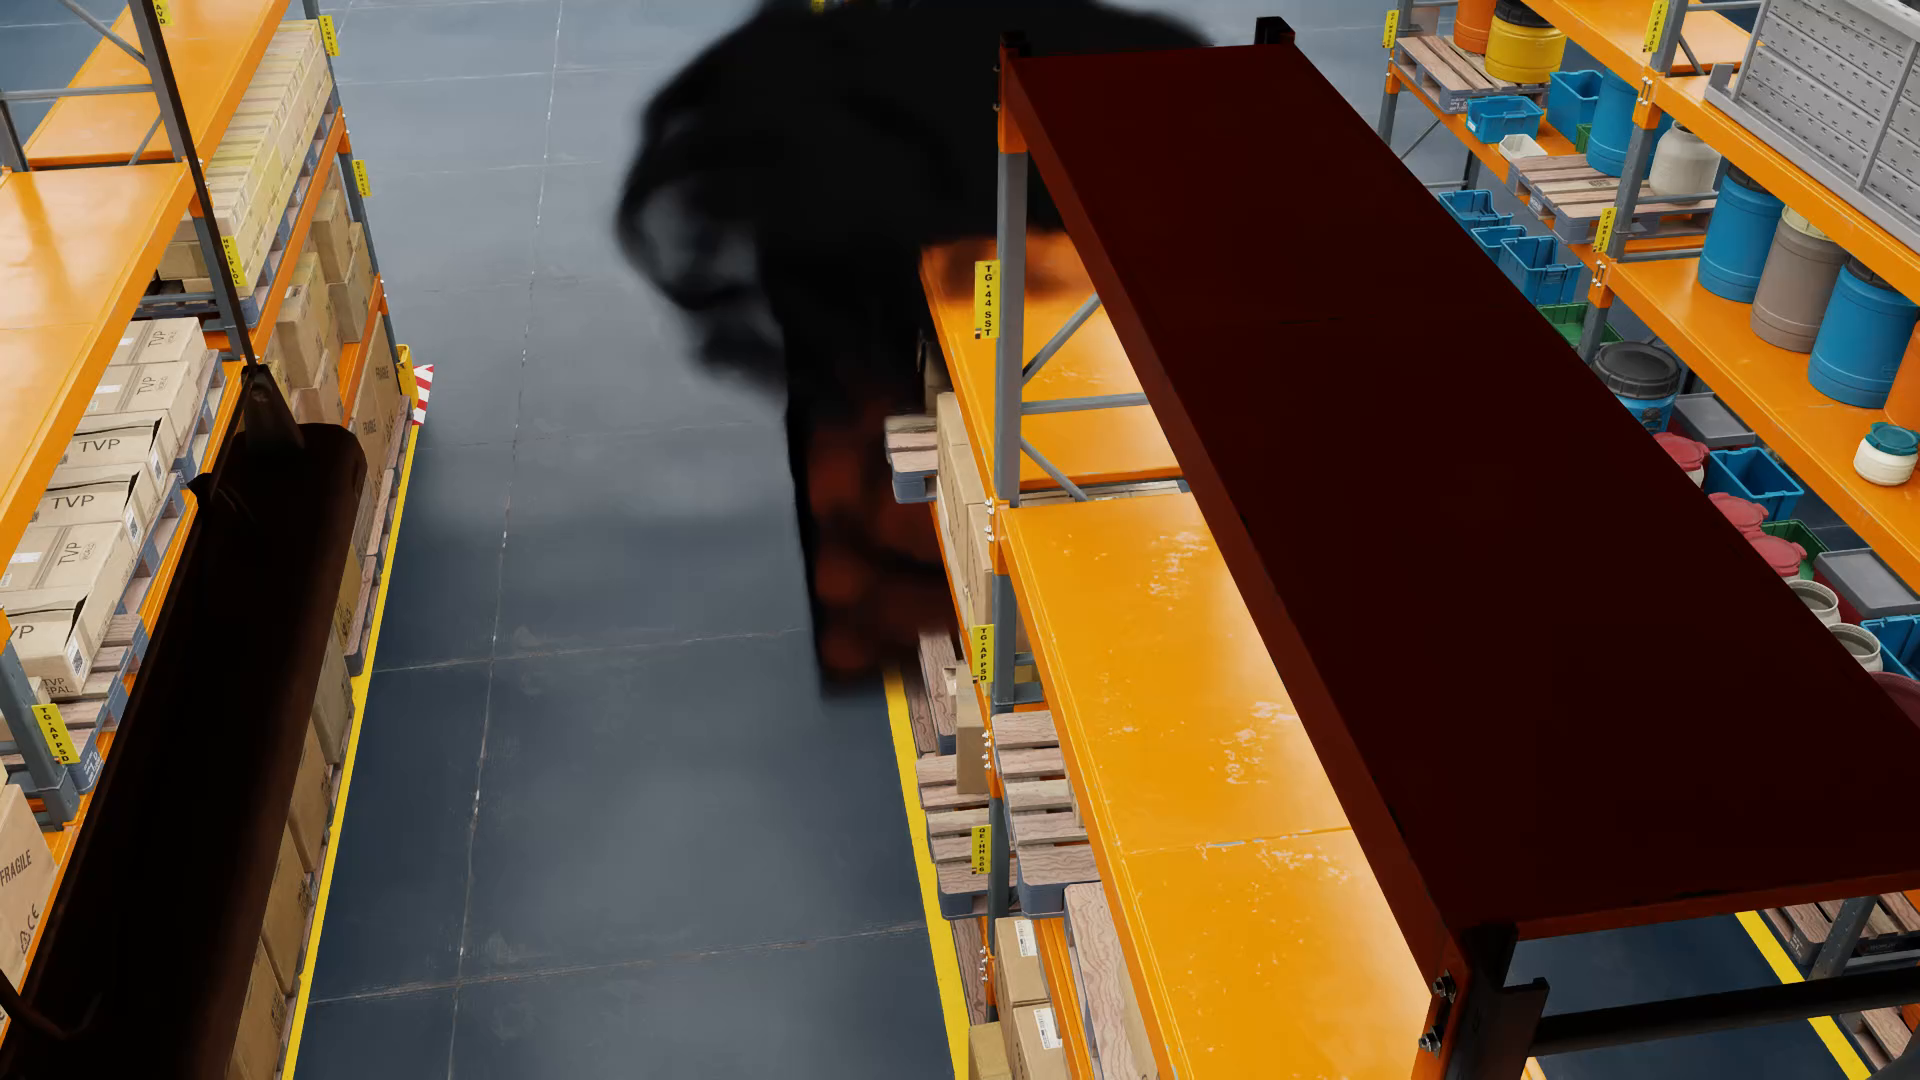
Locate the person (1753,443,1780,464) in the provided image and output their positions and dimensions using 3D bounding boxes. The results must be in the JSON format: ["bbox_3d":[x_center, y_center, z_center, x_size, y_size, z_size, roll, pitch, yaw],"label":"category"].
[{"bbox_3d":[6.942,-1.422,14.001,0.543,1.661,0.529,-11,38,-15],"label":"person"}]
